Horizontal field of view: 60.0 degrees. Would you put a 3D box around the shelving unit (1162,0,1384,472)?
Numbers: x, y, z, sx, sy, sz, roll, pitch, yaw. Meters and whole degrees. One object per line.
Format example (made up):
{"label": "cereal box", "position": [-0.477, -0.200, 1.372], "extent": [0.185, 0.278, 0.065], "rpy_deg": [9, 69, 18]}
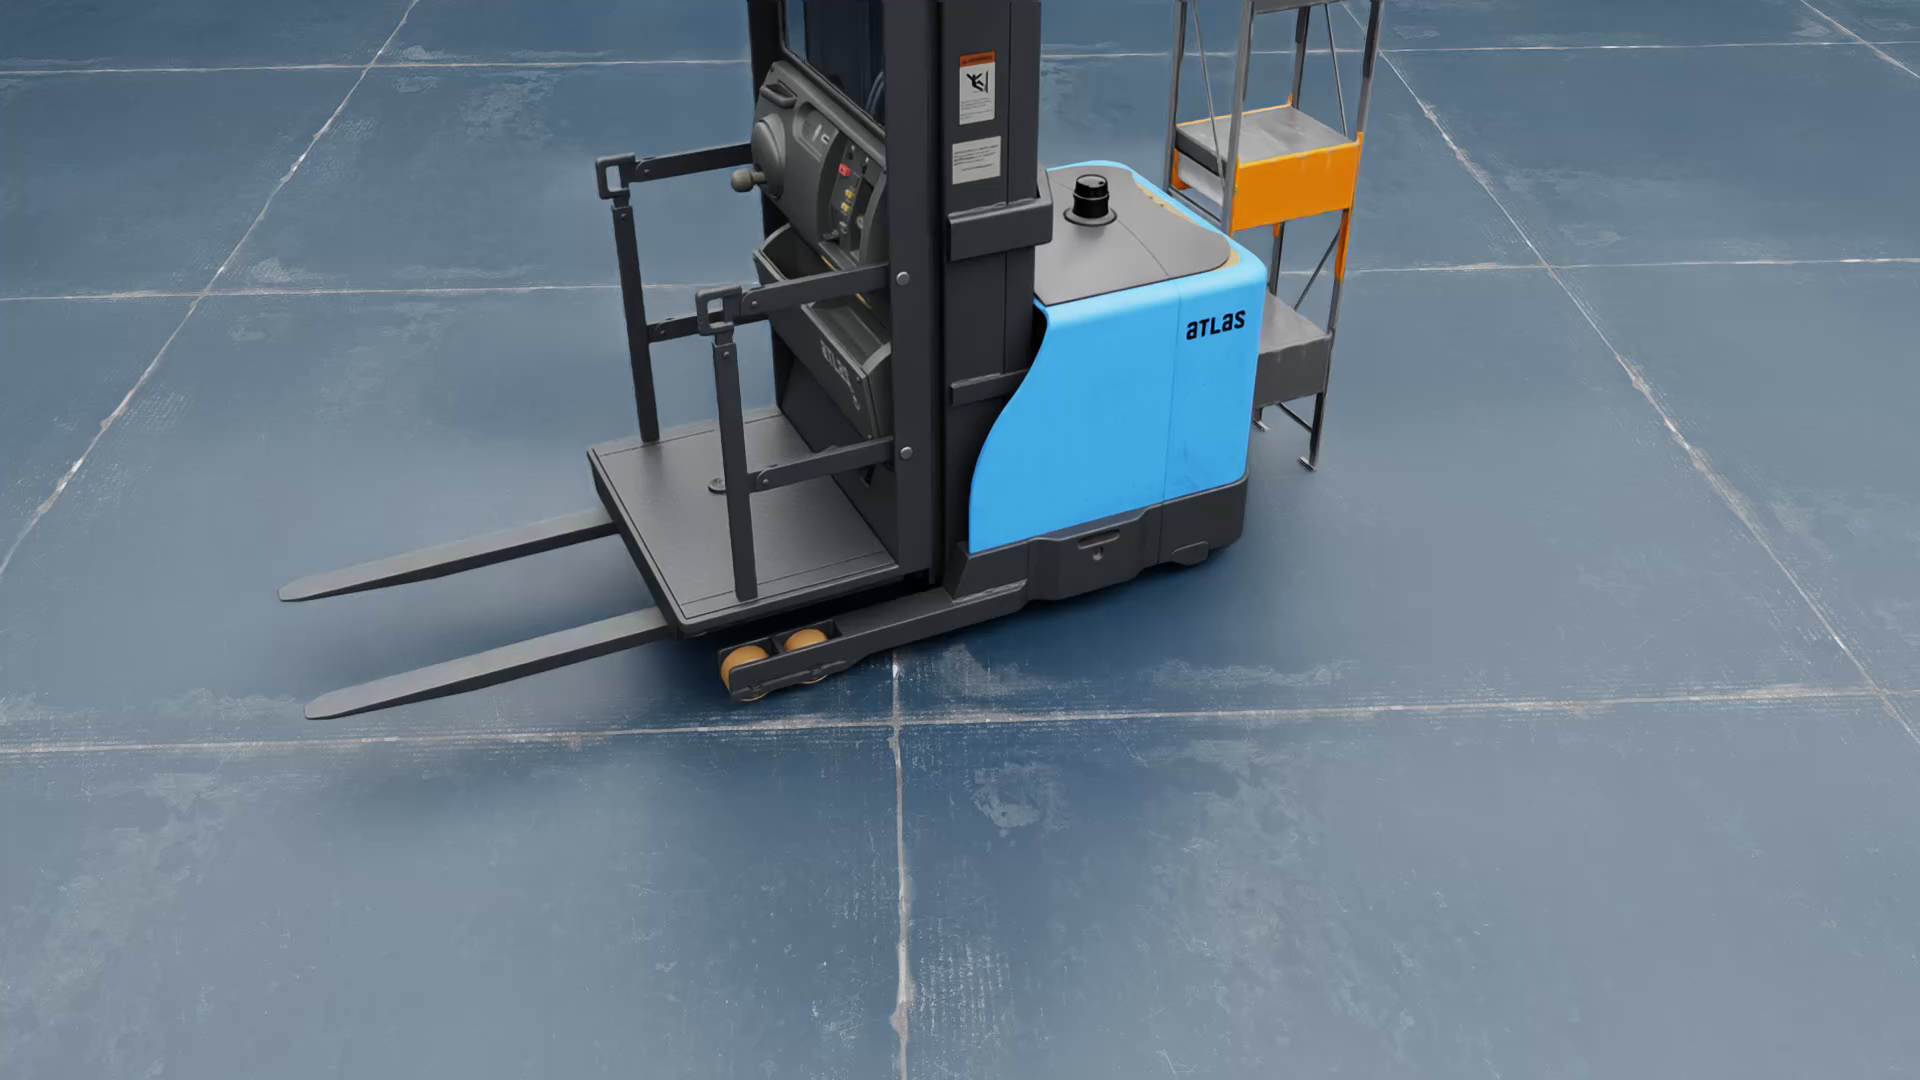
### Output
{"label": "shelving unit", "position": [1.000, -1.160, 5.582], "extent": [0.503, 2.100, 0.431], "rpy_deg": [-15, 37, -20]}

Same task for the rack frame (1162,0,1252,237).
{"label": "rack frame", "position": [0.779, -1.101, 5.496], "extent": [0.015, 2.100, 0.400], "rpy_deg": [-15, 37, -20]}

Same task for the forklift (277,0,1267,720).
{"label": "forklift", "position": [-0.595, -1.060, 4.706], "extent": [3.031, 2.935, 1.130], "rpy_deg": [-15, 37, -20]}

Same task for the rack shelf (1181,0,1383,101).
{"label": "rack shelf", "position": [1.000, -1.725, 5.191], "extent": [0.480, 0.518, 0.431], "rpy_deg": [-15, 37, -20]}

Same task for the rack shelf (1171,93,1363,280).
{"label": "rack shelf", "position": [1.000, -1.149, 5.589], "extent": [0.480, 0.518, 0.431], "rpy_deg": [-15, 37, -20]}

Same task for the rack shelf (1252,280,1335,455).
{"label": "rack shelf", "position": [1.000, -0.574, 5.988], "extent": [0.480, 0.518, 0.431], "rpy_deg": [-15, 37, -20]}

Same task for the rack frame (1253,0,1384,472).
{"label": "rack frame", "position": [1.221, -1.219, 5.667], "extent": [0.015, 2.100, 0.400], "rpy_deg": [-15, 37, -20]}
